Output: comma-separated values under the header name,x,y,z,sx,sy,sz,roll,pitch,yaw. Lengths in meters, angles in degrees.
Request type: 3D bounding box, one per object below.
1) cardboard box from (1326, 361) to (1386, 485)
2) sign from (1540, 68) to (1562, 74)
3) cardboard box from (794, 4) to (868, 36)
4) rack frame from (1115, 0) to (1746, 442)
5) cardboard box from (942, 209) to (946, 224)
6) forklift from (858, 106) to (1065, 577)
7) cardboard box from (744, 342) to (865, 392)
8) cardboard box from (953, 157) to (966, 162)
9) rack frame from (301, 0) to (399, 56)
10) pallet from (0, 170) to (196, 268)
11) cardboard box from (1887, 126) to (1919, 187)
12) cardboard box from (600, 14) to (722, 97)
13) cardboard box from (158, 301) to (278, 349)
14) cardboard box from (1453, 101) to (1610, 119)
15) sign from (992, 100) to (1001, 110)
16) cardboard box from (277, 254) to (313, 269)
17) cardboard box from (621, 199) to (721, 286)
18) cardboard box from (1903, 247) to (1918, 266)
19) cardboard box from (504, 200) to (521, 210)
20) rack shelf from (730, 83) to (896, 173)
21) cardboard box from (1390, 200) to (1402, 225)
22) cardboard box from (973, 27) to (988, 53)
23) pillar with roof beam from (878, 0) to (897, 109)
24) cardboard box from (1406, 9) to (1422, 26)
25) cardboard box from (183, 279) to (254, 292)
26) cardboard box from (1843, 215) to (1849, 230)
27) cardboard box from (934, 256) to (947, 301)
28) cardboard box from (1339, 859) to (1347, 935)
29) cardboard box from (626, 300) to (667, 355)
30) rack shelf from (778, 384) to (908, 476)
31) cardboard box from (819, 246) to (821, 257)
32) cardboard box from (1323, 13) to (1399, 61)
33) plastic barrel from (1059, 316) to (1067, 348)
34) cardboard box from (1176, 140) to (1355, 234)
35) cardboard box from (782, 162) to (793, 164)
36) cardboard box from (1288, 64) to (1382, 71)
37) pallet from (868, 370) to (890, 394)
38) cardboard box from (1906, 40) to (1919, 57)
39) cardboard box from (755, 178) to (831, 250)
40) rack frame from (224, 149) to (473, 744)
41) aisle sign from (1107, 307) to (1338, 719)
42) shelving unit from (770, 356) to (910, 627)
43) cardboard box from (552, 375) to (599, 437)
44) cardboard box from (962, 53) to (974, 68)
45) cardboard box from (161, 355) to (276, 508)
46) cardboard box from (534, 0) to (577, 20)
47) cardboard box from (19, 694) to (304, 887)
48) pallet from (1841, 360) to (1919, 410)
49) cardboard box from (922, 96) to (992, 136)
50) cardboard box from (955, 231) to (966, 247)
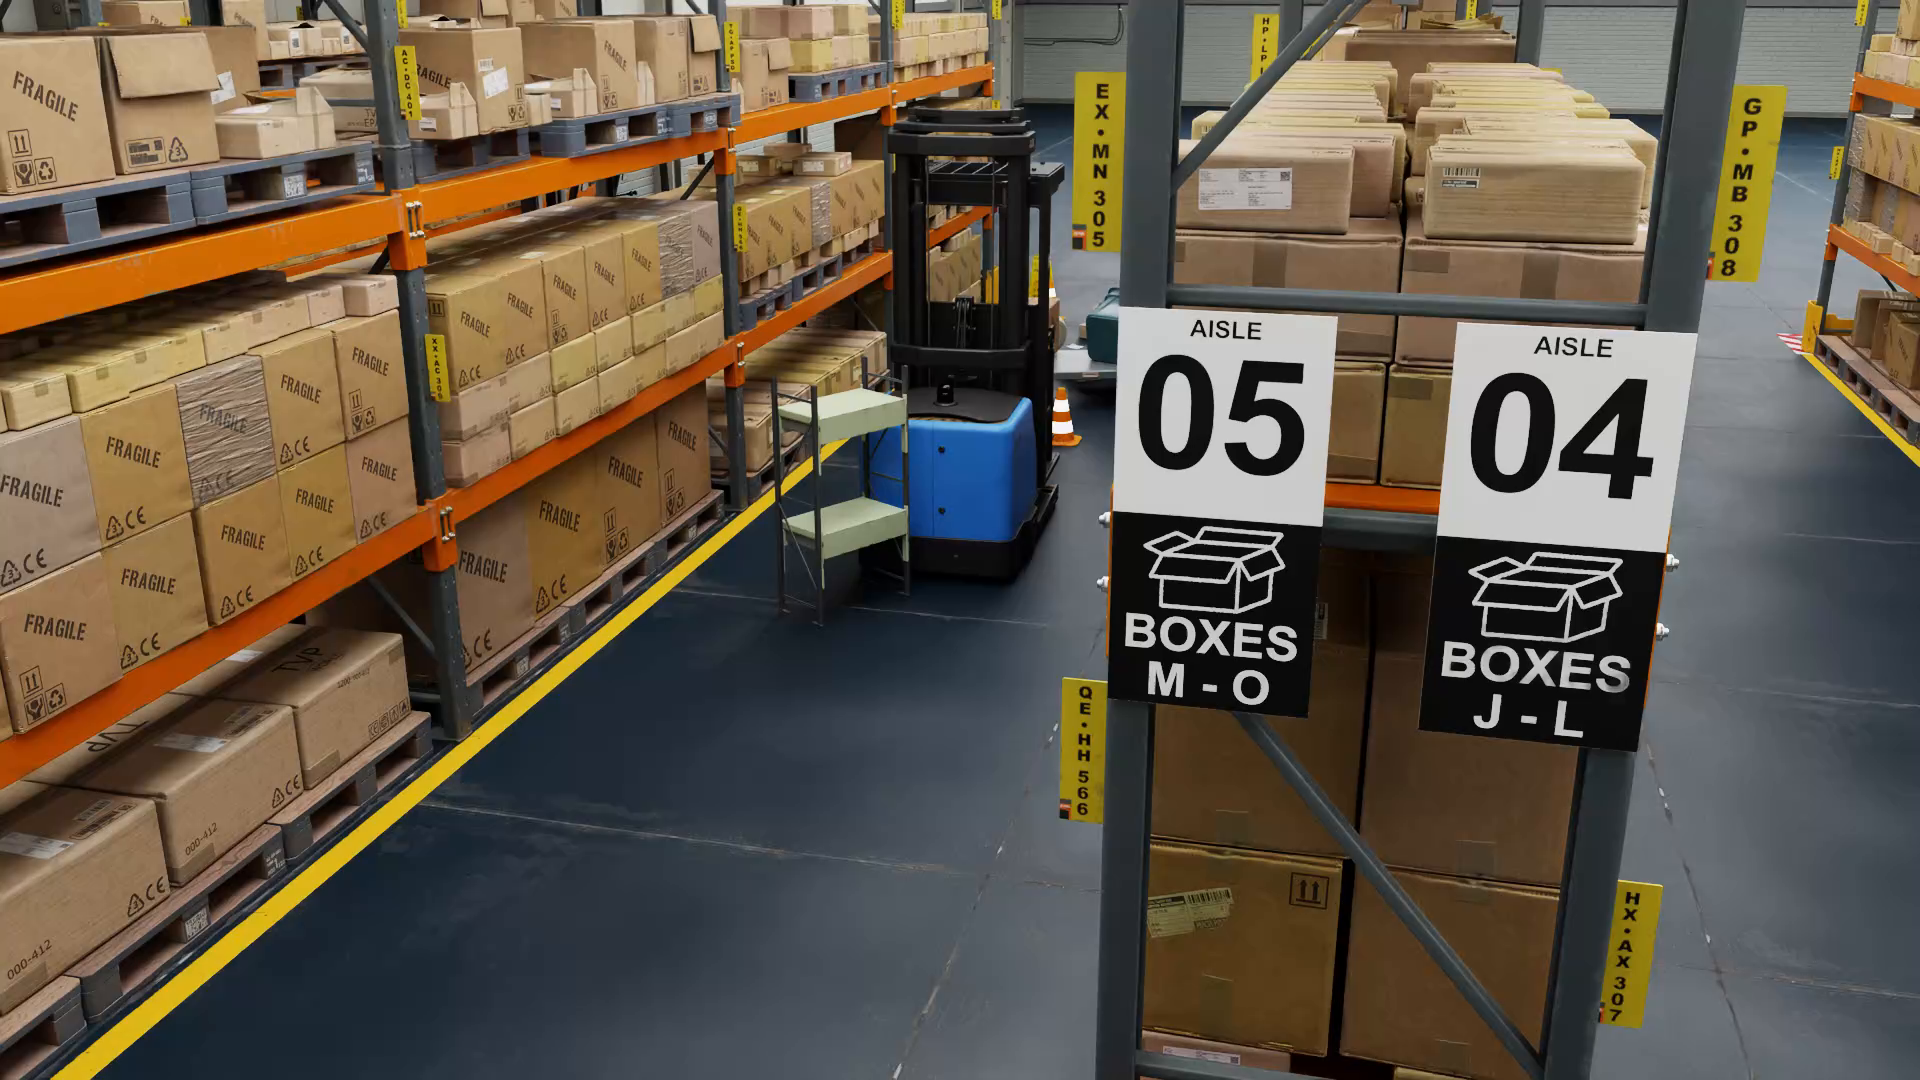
name,x,y,z,sx,sy,sz,roll,pitch,yaw
cardboard box,0.648,-0.322,3.582,0.500,0.250,0.500,4,19,12
sign,2.299,-1.688,6.548,0.100,0.325,0.005,5,19,13
cardboard box,-1.118,-4.523,14.457,0.500,0.250,0.500,5,20,15
rack frame,0.793,-1.649,2.594,1.000,3.000,0.127,5,19,13
cardboard box,-0.355,-3.367,17.292,0.380,0.149,0.250,5,19,13
forklift,0.125,-1.587,11.798,1.130,2.935,3.031,4,19,11
cardboard box,-1.398,-1.496,14.842,0.950,0.372,0.625,6,20,17
cardboard box,-0.240,-3.868,17.755,0.500,0.500,0.500,5,19,13
rack frame,-5.914,-6.161,15.802,1.000,3.000,0.127,5,19,13
pallet,-3.564,-1.164,5.951,1.003,0.211,1.213,5,19,13
cardboard box,8.723,-3.442,14.962,0.500,0.500,0.500,5,19,13
cardboard box,-2.023,-3.214,11.006,0.797,0.503,0.637,3,19,10
cardboard box,-3.105,-0.897,6.967,0.380,0.149,0.250,4,19,13
cardboard box,1.487,-1.066,4.368,0.380,0.149,0.250,5,20,15
sign,0.411,-4.832,18.913,0.100,0.325,0.005,5,19,13
cardboard box,-6.170,-2.598,14.886,0.500,0.250,0.500,5,20,15
cardboard box,-1.950,-2.015,11.244,0.500,0.500,0.500,4,19,12
cardboard box,8.631,-2.508,14.777,0.380,0.149,0.250,5,19,13
cardboard box,-5.175,-3.967,18.506,0.500,0.500,0.500,5,19,14
rack shelf,-1.588,-3.383,13.423,1.077,0.370,4.000,5,19,13
cardboard box,0.783,-0.720,3.973,0.500,0.250,0.500,4,19,12
cardboard box,0.014,-5.492,18.257,0.500,0.250,0.500,4,19,13
pillar with roof beam,2.592,-12.569,34.564,9.100,9.000,0.400,5,19,13
cardboard box,4.238,-4.596,14.830,0.500,0.250,0.500,4,19,13
cardboard box,-3.430,-1.091,7.535,0.380,0.149,0.250,5,19,14
cardboard box,9.187,-3.212,16.841,0.380,0.149,0.250,5,19,13
cardboard box,-0.446,-2.678,17.331,0.500,0.500,0.500,6,20,16
cardboard box,0.784,0.679,4.443,0.500,0.500,0.500,4,19,12
cardboard box,-2.176,-1.348,10.451,0.500,0.250,0.500,4,19,12
rack shelf,-0.724,-0.681,10.155,0.431,0.370,0.720,18,26,42
cardboard box,-1.385,-2.434,13.913,0.380,0.149,0.250,4,19,11
cardboard box,2.232,-2.797,9.256,0.396,0.266,0.258,5,19,13
plastic barrel,0.841,-2.198,17.469,0.421,0.421,0.512,-13,23,-34
cardboard box,0.590,-0.711,3.331,0.380,0.149,0.250,4,19,13
cardboard box,-1.492,-3.193,15.131,0.500,0.500,0.500,5,20,15
cardboard box,1.366,-1.683,6.175,0.380,0.149,0.250,4,19,11
pallet,-1.288,-1.367,15.363,1.003,0.211,1.213,5,19,13
cardboard box,8.845,-4.466,15.097,0.380,0.149,0.250,4,19,11
cardboard box,-1.369,-2.674,13.610,0.500,0.500,0.500,4,19,11
rack frame,-3.054,-0.423,8.286,1.000,3.000,0.127,5,19,13
aisle sign,0.484,-0.041,3.146,0.394,0.787,0.004,5,19,13
shelving unit,-0.724,-0.312,10.281,0.431,1.500,0.755,18,26,42
cardboard box,-2.425,-0.791,9.595,0.500,0.250,0.500,4,19,13
cardboard box,-0.065,-5.190,17.990,0.380,0.149,0.250,5,20,15
cardboard box,-3.149,-0.455,6.679,0.500,0.500,0.500,5,19,14
cardboard box,-4.808,-6.130,19.395,0.500,0.500,0.500,5,20,15
cardboard box,-3.530,1.059,7.259,0.875,0.438,0.875,4,19,12
pallet,8.936,-1.425,15.534,1.003,0.211,1.213,5,19,13
cardboard box,-0.035,-4.668,18.553,0.700,0.500,0.500,4,19,12
cardboard box,-0.154,-3.273,18.071,0.380,0.149,0.250,5,19,14
